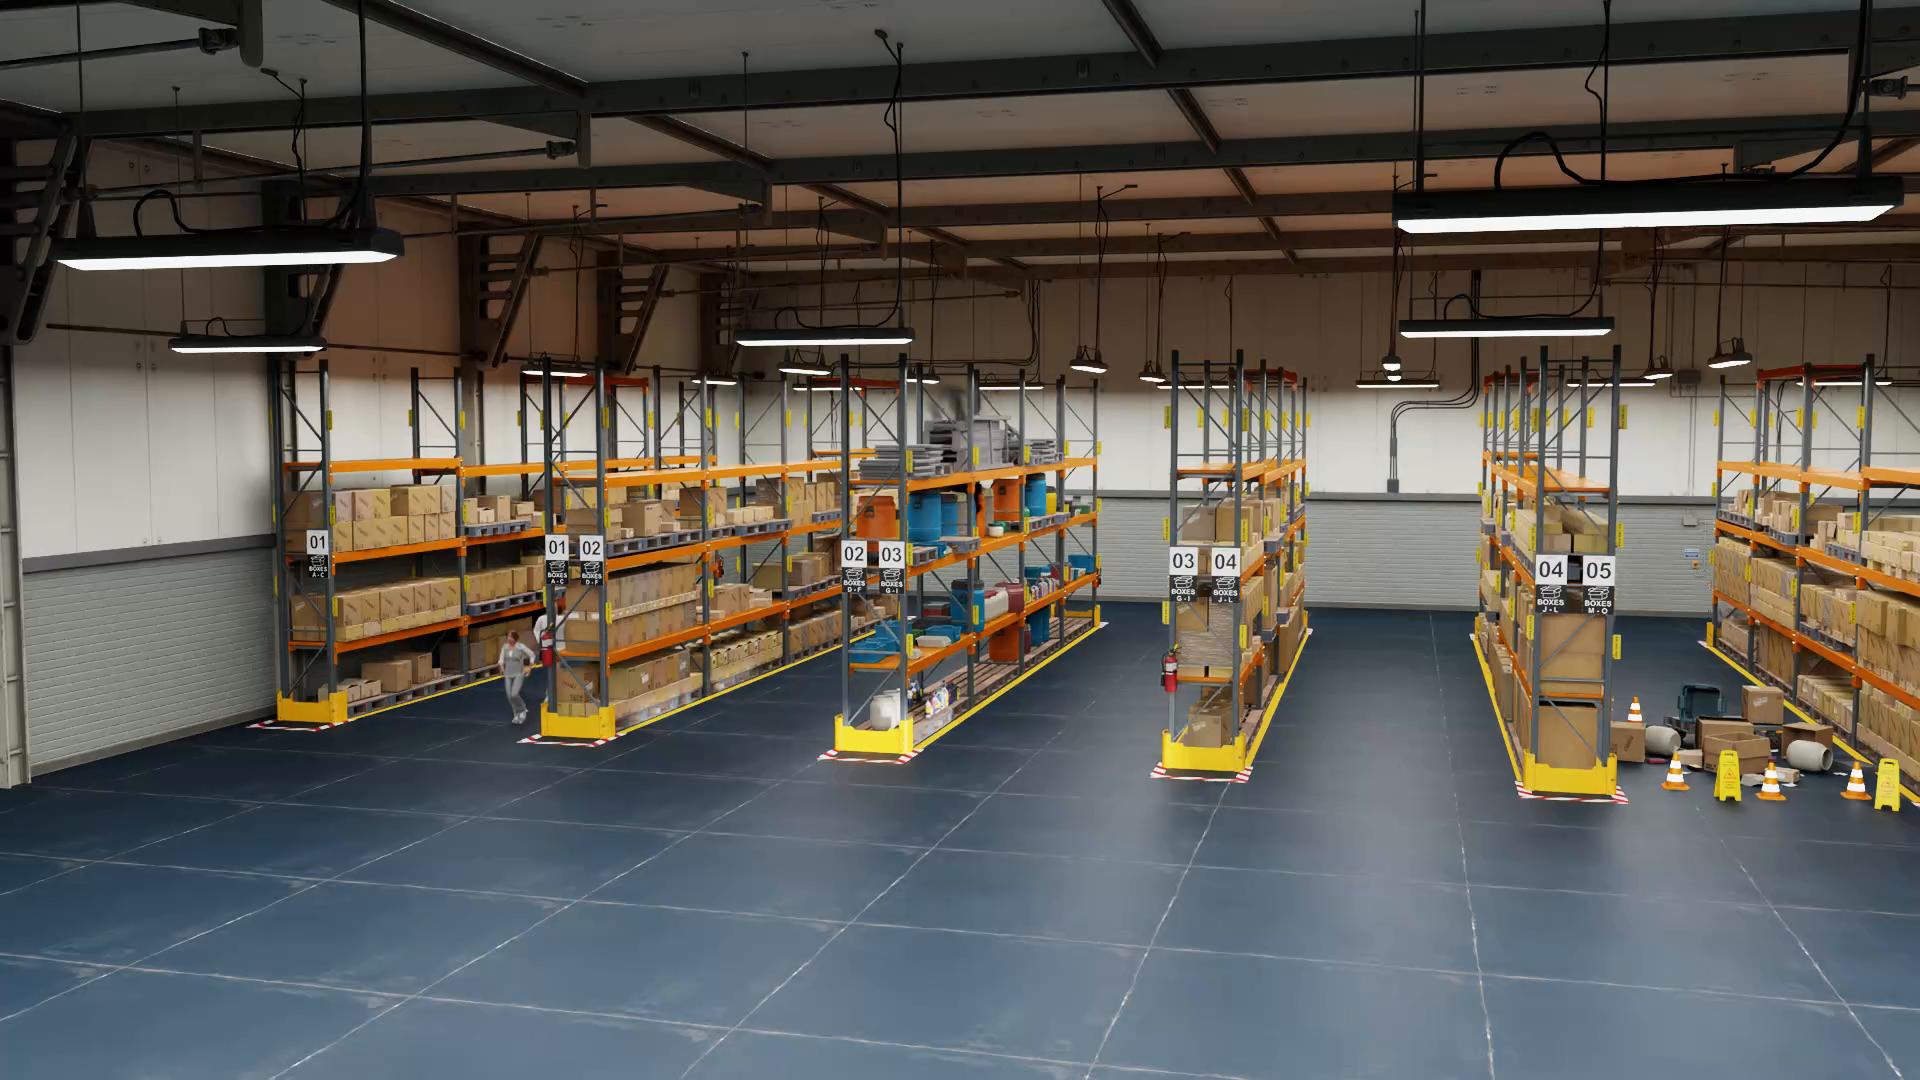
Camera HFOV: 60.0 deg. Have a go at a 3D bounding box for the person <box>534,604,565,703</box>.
[{"bbox_3d":[-7.238,1.994,29.734,0.712,1.778,1.189,0,4,6],"label":"person"}]

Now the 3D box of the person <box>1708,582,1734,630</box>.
[{"bbox_3d":[17.550,1.383,38.209,0.722,1.843,0.637,1,4,9],"label":"person"}]

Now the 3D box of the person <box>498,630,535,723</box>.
[{"bbox_3d":[-7.307,2.249,27.272,0.560,1.562,0.600,1,4,11],"label":"person"}]
